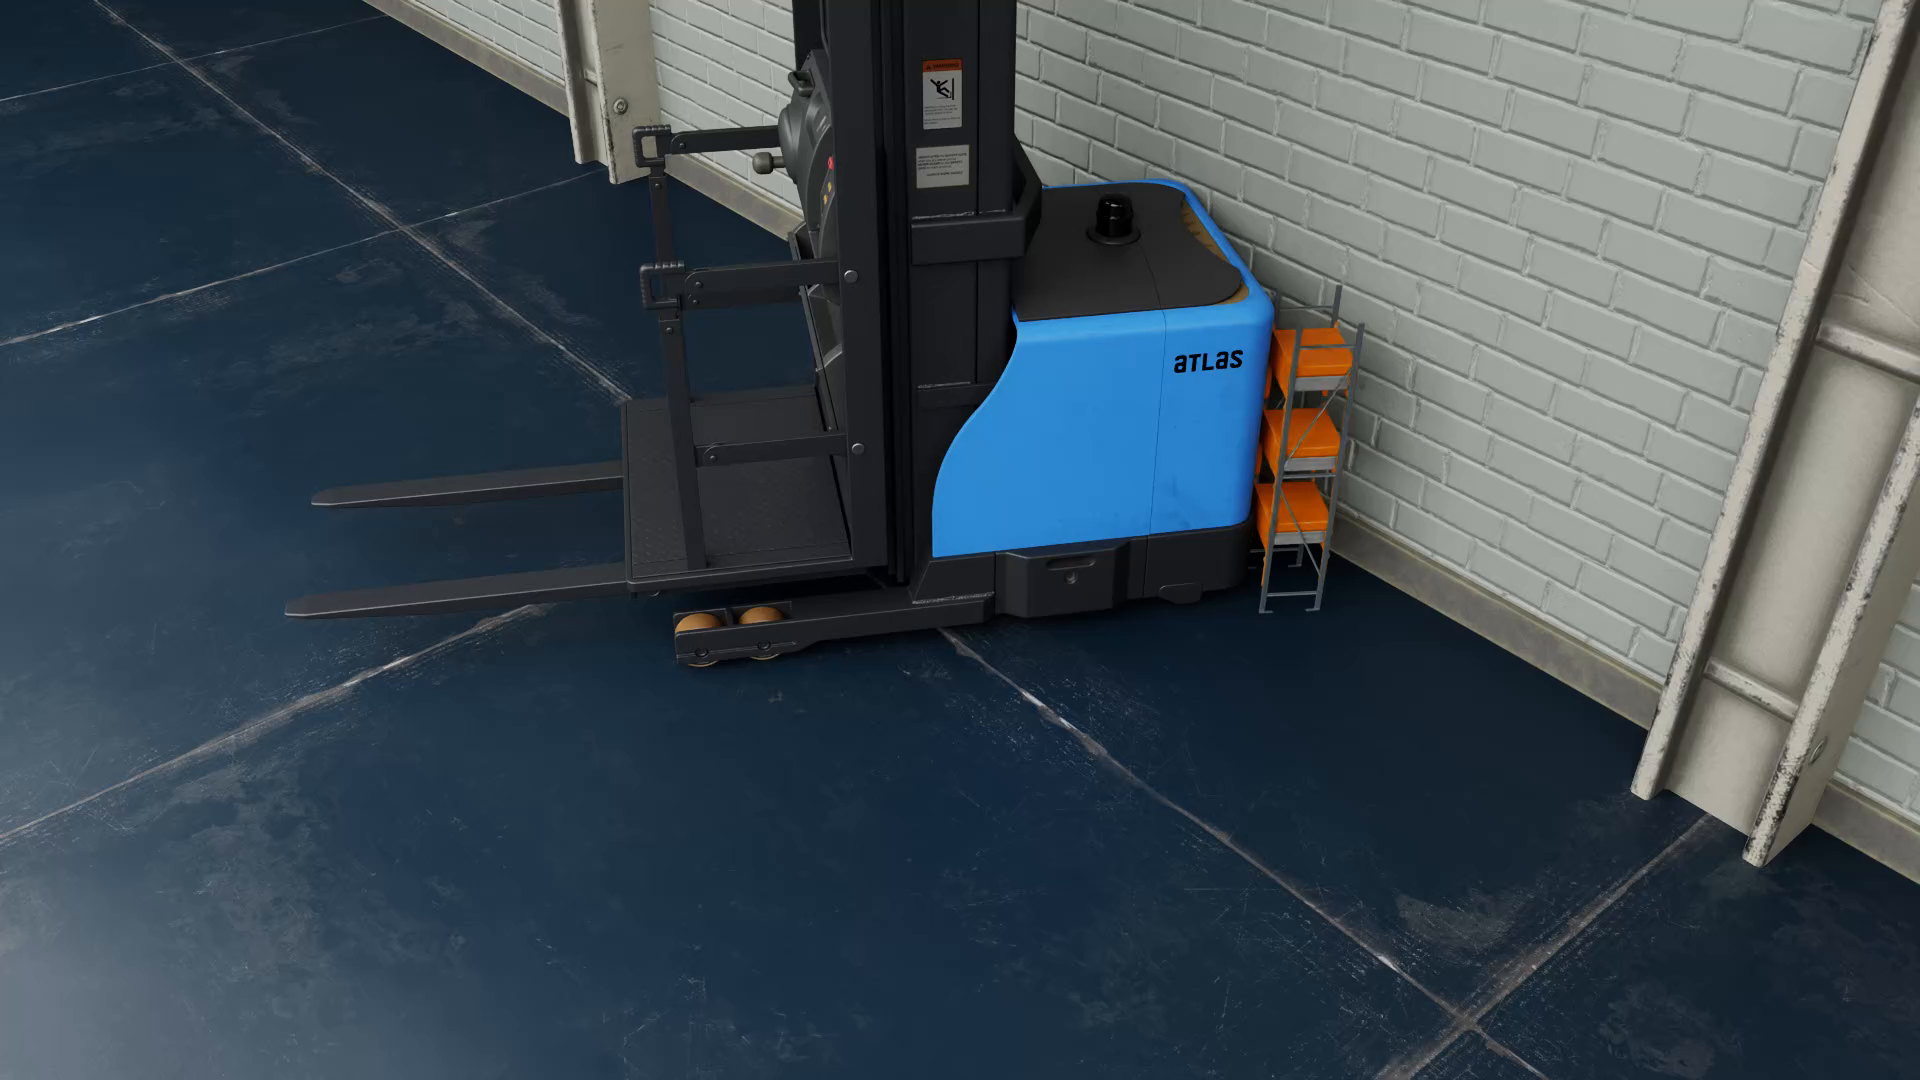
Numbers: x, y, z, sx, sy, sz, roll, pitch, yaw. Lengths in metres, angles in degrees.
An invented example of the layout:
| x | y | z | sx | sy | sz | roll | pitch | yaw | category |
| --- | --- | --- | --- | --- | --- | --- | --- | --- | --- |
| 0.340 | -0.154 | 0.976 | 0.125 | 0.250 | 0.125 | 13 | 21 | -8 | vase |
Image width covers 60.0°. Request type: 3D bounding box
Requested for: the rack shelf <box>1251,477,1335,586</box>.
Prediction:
| x | y | z | sx | sy | sz | roll | pitch | yaw | category |
| --- | --- | --- | --- | --- | --- | --- | --- | --- | --- |
| 1.064 | -0.030 | 5.384 | 0.215 | 0.259 | 0.240 | -3 | 35 | -4 | rack shelf |

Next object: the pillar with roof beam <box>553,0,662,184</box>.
| x | y | z | sx | sy | sz | roll | pitch | yaw | category |
| --- | --- | --- | --- | --- | --- | --- | --- | --- | --- |
| -5.007 | -3.972 | 3.572 | 9.100 | 9.000 | 0.400 | -26 | 43 | -32 | pillar with roof beam |

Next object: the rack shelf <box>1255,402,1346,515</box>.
| x | y | z | sx | sy | sz | roll | pitch | yaw | category |
| --- | --- | --- | --- | --- | --- | --- | --- | --- | --- |
| 1.064 | -0.257 | 5.223 | 0.215 | 0.259 | 0.240 | -3 | 35 | -4 | rack shelf |

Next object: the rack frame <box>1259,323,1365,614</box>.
| x | y | z | sx | sy | sz | roll | pitch | yaw | category |
| --- | --- | --- | --- | --- | --- | --- | --- | --- | --- |
| 1.073 | -0.195 | 5.118 | 0.200 | 1.050 | 0.008 | -3 | 35 | -4 | rack frame |

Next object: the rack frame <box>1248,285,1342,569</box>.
| x | y | z | sx | sy | sz | roll | pitch | yaw | category |
| --- | --- | --- | --- | --- | --- | --- | --- | --- | --- |
| 1.054 | -0.336 | 5.316 | 0.200 | 1.050 | 0.008 | -3 | 35 | -4 | rack frame |

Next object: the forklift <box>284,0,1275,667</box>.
| x | y | z | sx | sy | sz | roll | pitch | yaw | category |
| --- | --- | --- | --- | --- | --- | --- | --- | --- | --- |
| -0.620 | -1.131 | 4.812 | 3.031 | 2.935 | 1.130 | -6 | 36 | -8 | forklift |

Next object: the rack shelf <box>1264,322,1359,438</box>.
| x | y | z | sx | sy | sz | roll | pitch | yaw | category |
| --- | --- | --- | --- | --- | --- | --- | --- | --- | --- |
| 1.064 | -0.489 | 5.059 | 0.215 | 0.259 | 0.240 | -3 | 35 | -4 | rack shelf |

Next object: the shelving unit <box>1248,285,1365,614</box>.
| x | y | z | sx | sy | sz | roll | pitch | yaw | category |
| --- | --- | --- | --- | --- | --- | --- | --- | --- | --- |
| 1.064 | -0.266 | 5.217 | 0.215 | 1.050 | 0.252 | -3 | 35 | -4 | shelving unit |
